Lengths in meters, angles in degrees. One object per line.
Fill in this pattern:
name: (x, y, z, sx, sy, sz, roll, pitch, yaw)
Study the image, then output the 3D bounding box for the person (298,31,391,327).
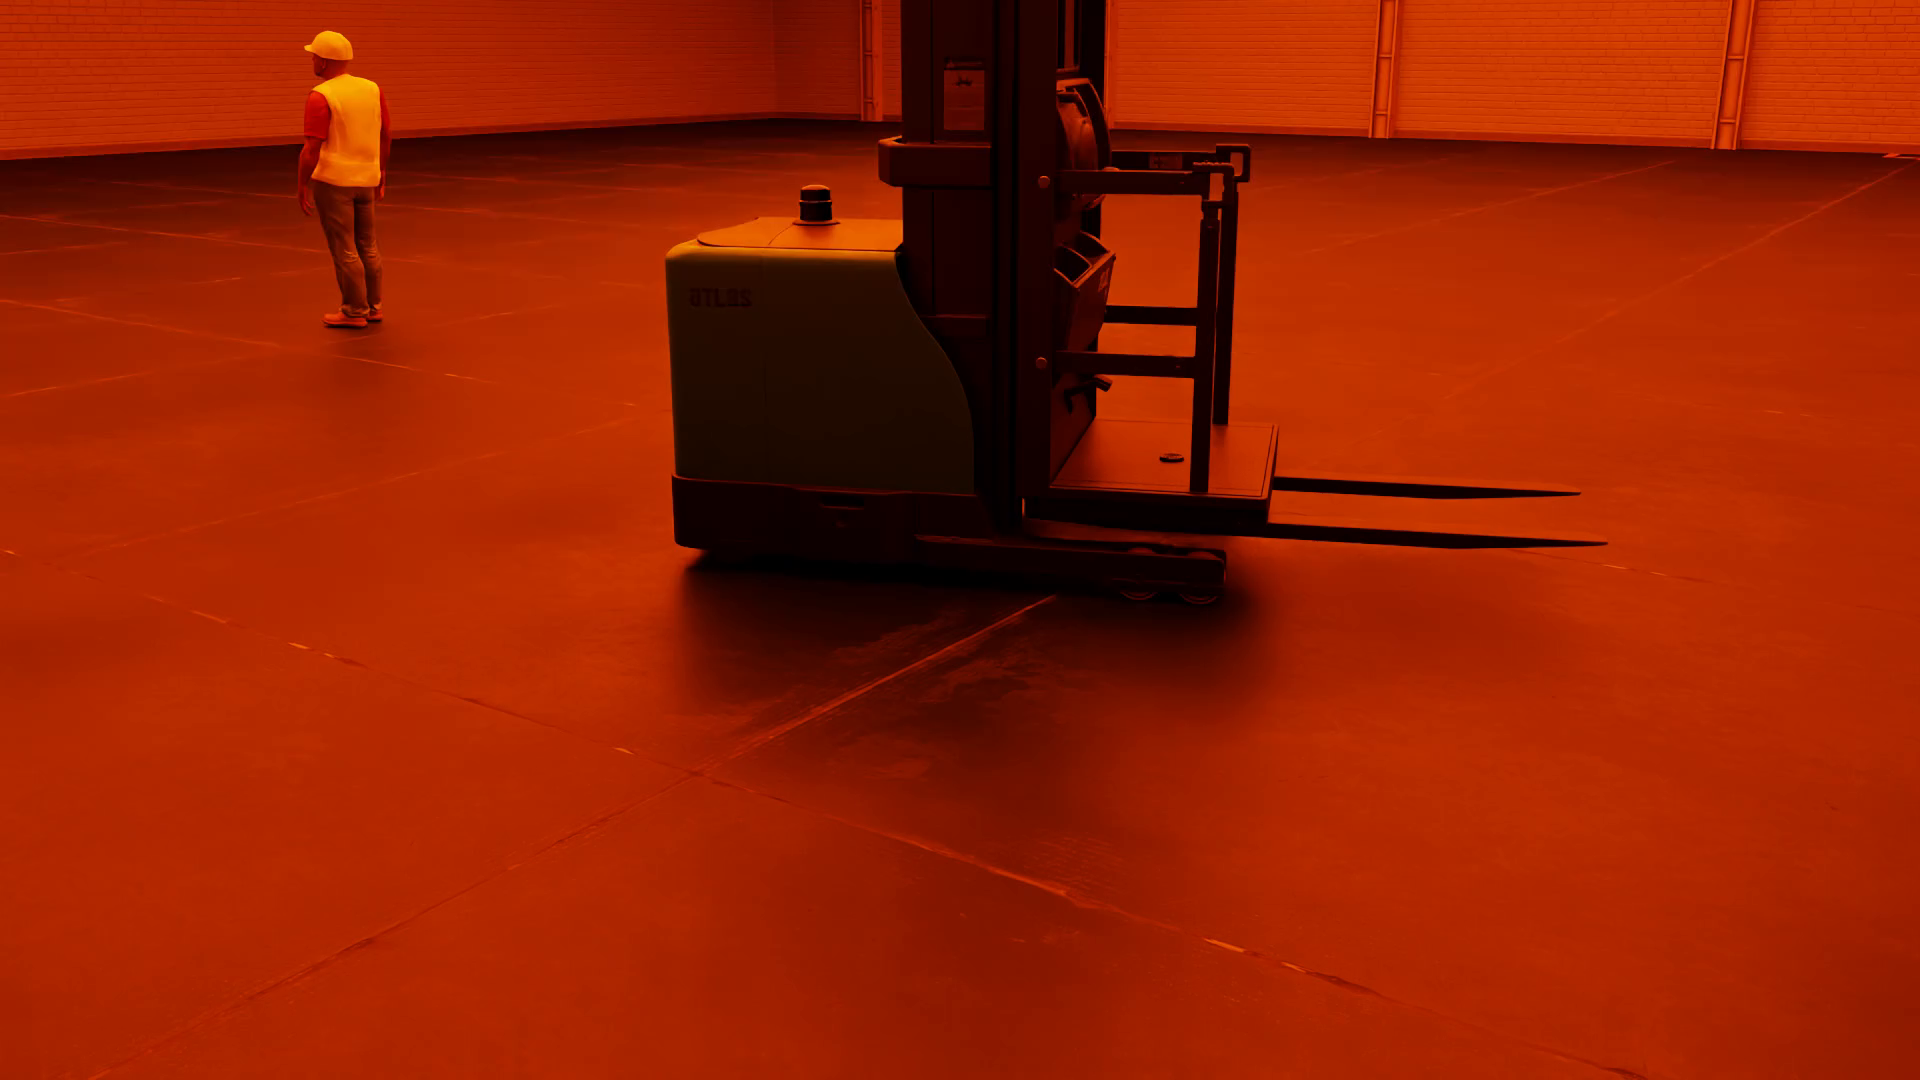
person: (-3.818, -2.197, 10.188, 0.577, 1.766, 0.666, 9, 19, 27)

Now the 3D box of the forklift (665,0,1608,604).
forklift: (0.595, -1.367, 5.404, 3.031, 2.935, 1.130, 4, 17, 12)
